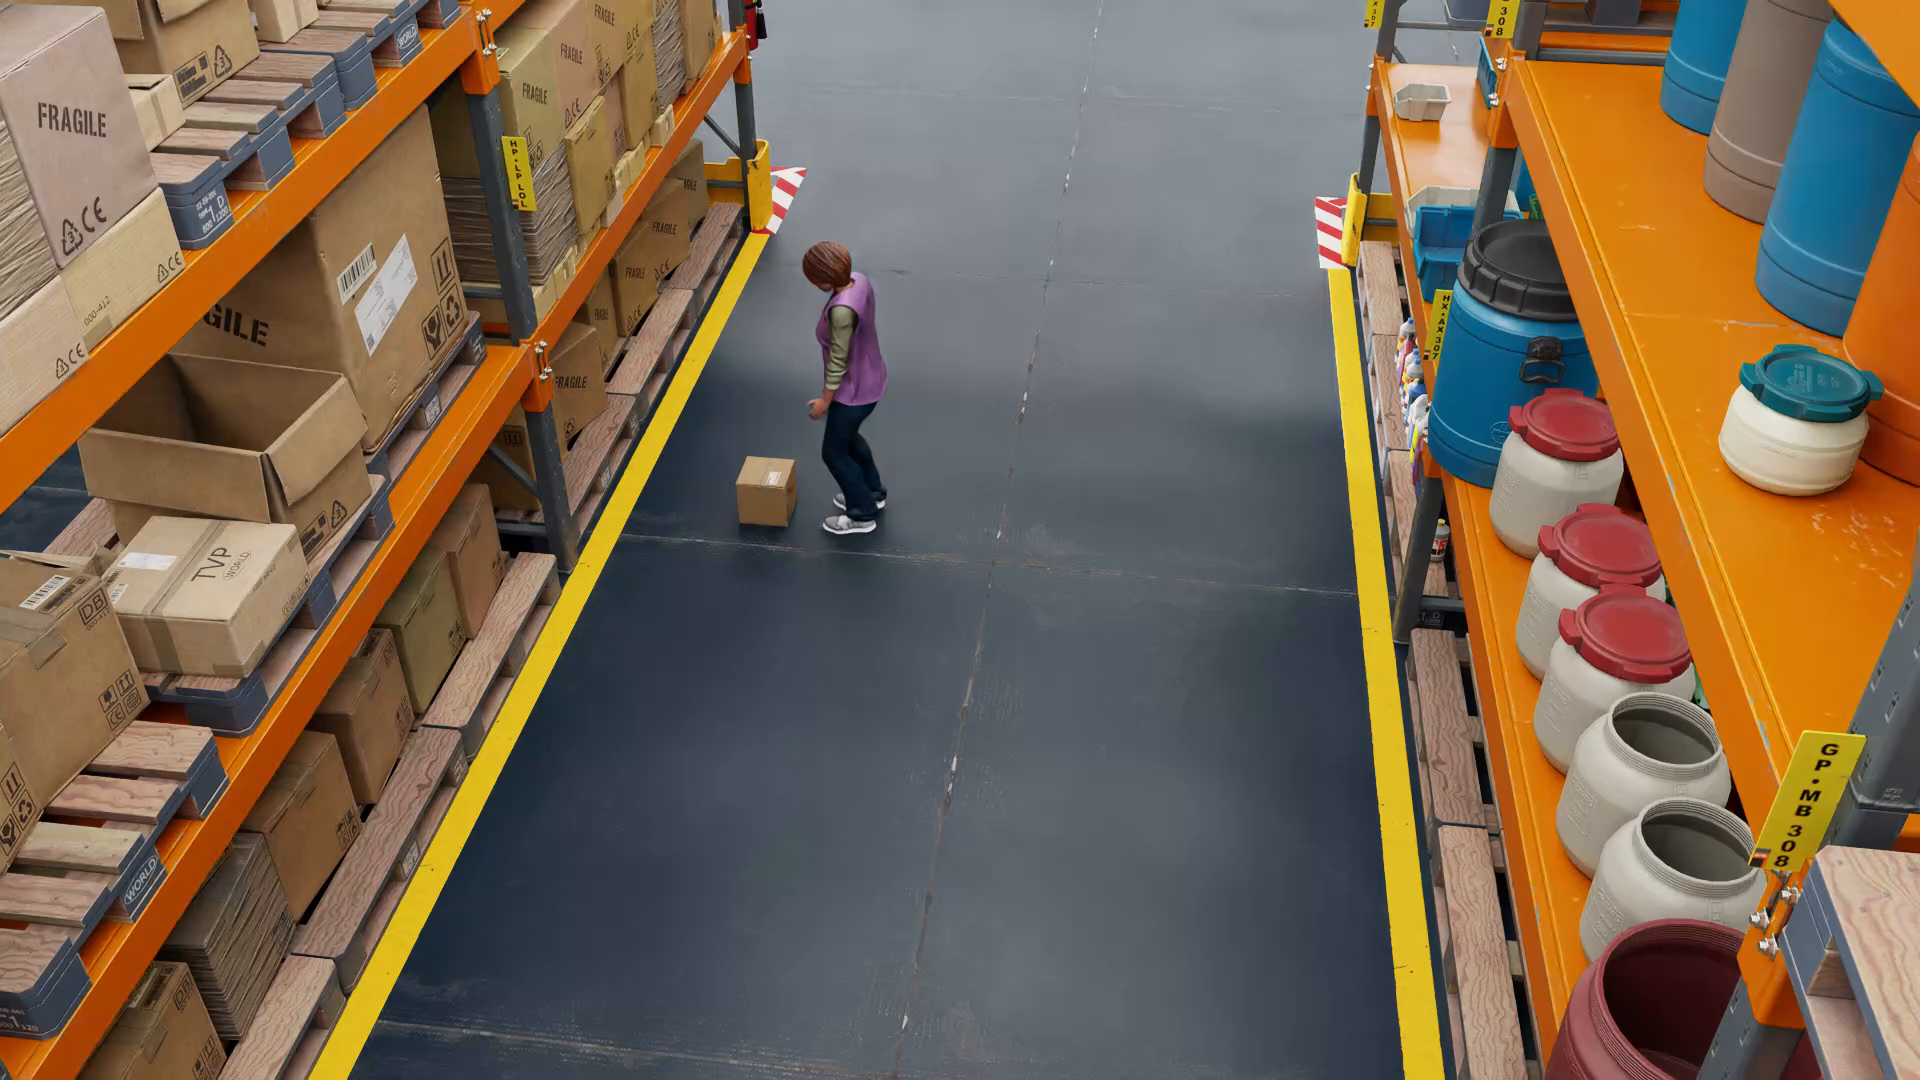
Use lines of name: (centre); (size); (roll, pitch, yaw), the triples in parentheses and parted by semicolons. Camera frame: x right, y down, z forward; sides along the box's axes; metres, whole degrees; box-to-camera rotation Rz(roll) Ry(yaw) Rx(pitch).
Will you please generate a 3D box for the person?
person: (-0.541, -0.721, 8.049); (0.368, 1.567, 0.423); (5, 37, 7)
